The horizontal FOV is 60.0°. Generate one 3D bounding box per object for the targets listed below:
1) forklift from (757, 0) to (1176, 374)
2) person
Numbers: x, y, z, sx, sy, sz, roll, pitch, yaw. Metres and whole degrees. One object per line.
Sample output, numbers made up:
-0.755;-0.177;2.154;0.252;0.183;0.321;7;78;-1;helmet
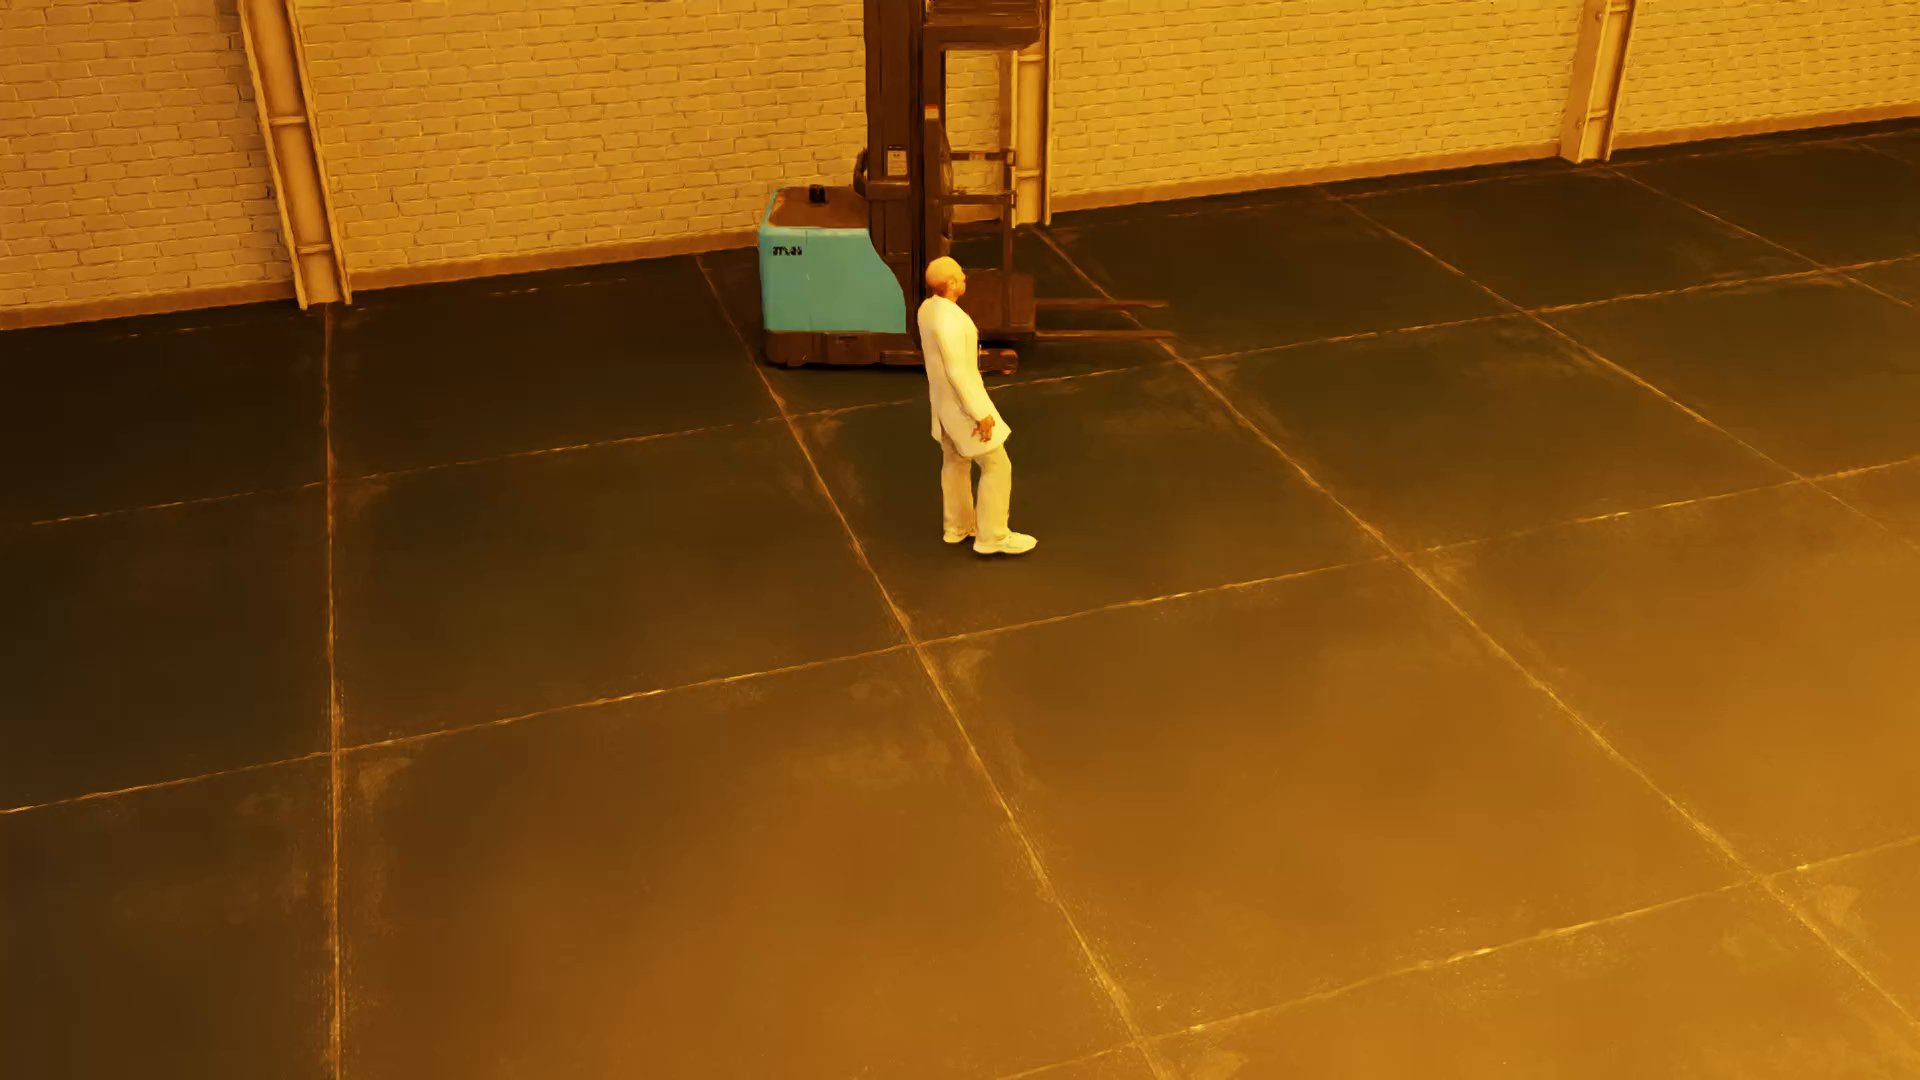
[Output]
0.079;-2.754;11.873;3.031;2.935;1.130;1;30;1;forklift
0.085;-0.790;9.599;0.586;1.775;0.694;-10;31;-16;person
